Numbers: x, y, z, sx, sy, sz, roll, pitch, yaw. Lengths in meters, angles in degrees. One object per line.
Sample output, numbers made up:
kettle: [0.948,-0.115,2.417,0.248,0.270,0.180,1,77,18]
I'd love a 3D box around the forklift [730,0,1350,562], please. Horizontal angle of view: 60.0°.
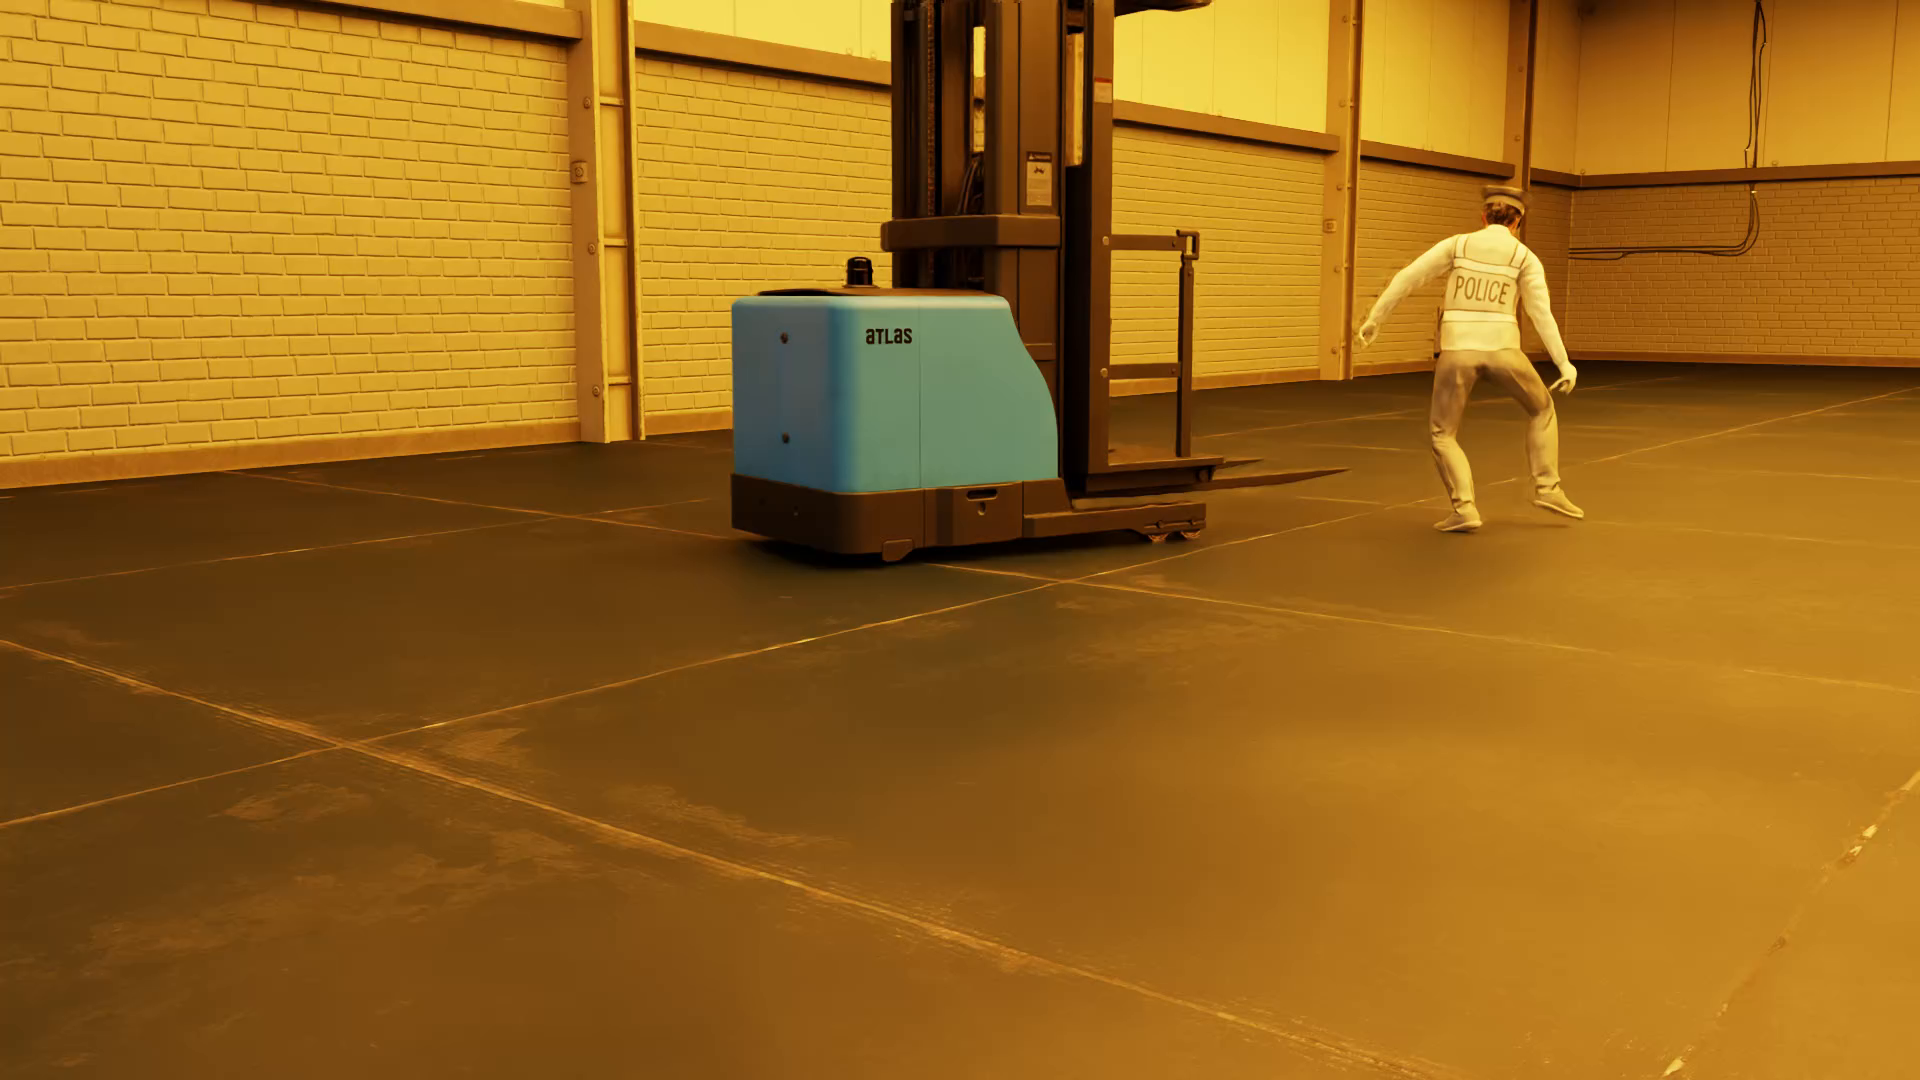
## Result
forklift: [0.503,-1.502,7.545,3.031,2.935,1.130,-6,10,-34]

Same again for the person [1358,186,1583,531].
person: [2.389,-0.830,7.728,1.056,1.606,0.527,2,9,15]
